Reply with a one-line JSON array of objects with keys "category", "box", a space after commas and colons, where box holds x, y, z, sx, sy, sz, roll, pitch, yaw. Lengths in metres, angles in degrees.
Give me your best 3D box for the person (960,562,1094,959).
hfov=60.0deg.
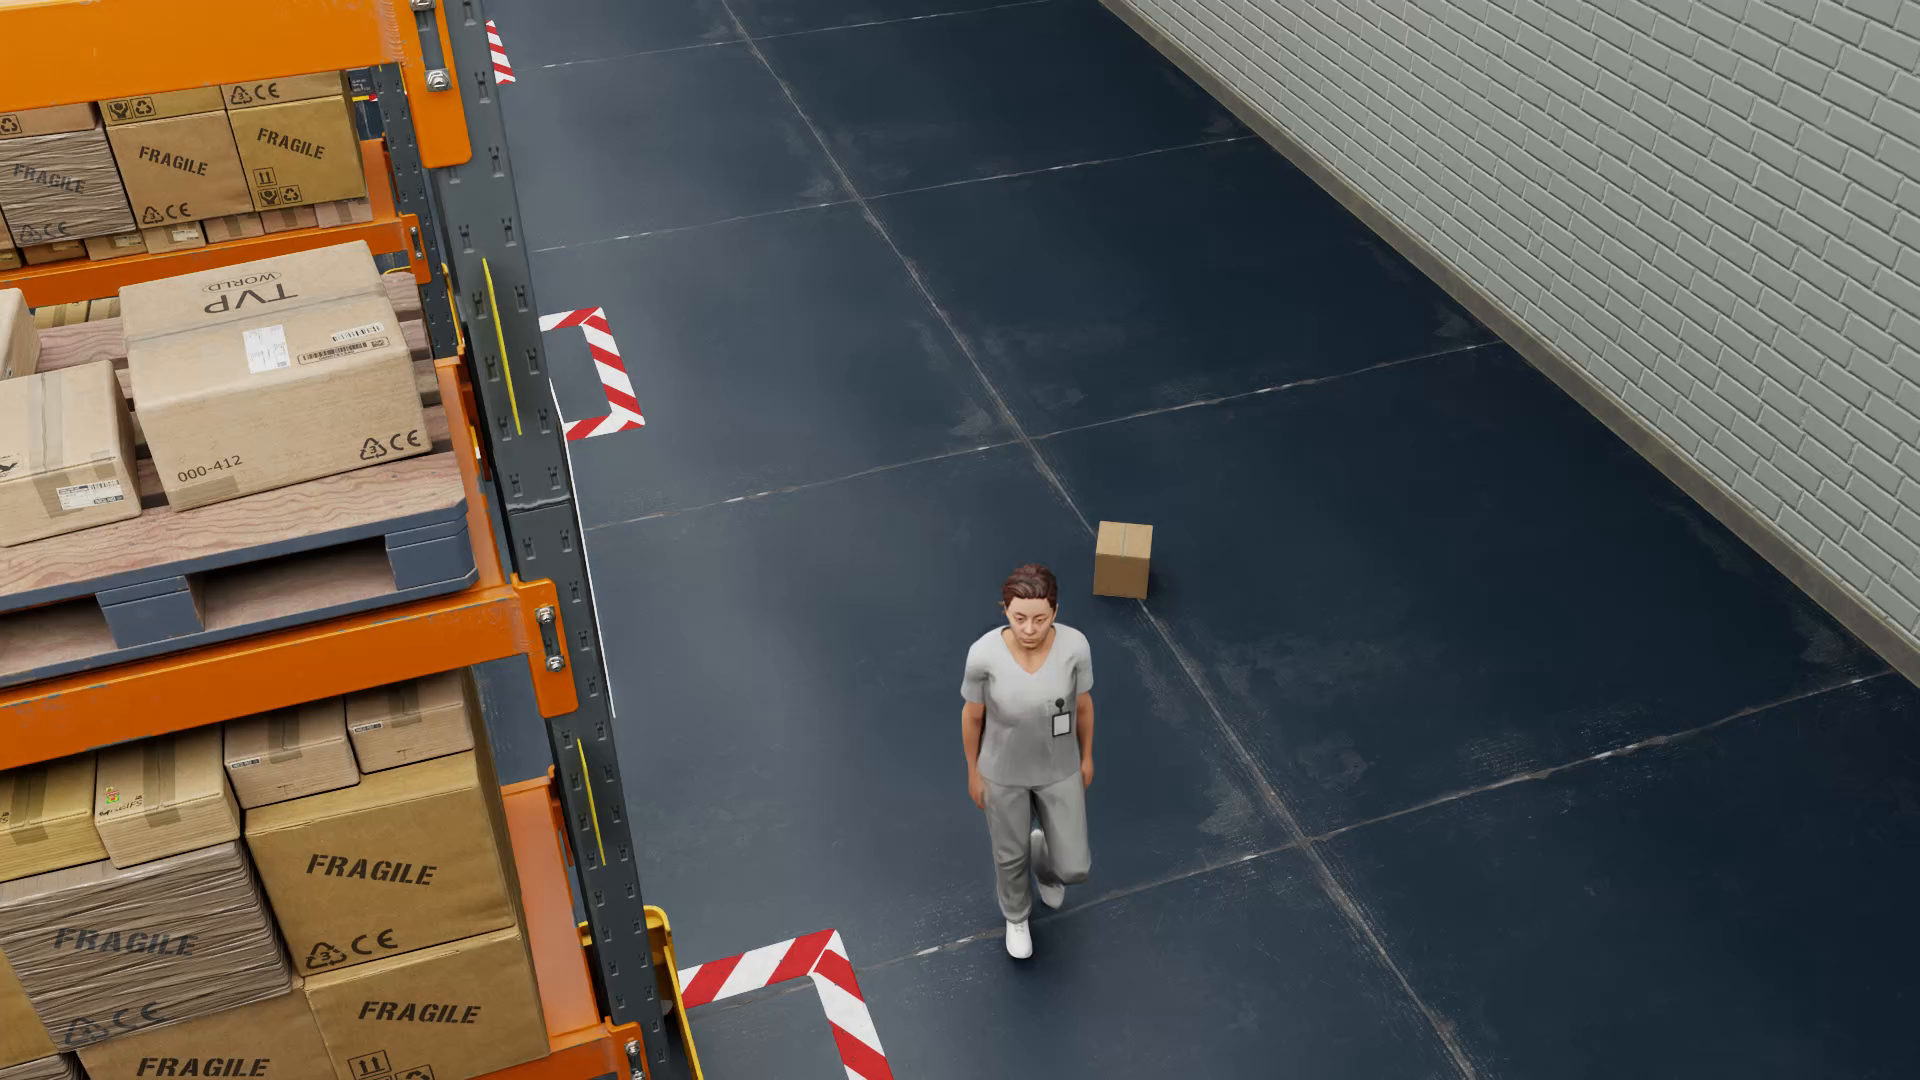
[{"category": "person", "box": [0.237, 0.787, 5.727, 0.467, 1.665, 0.471, -2, 38, -3]}]
